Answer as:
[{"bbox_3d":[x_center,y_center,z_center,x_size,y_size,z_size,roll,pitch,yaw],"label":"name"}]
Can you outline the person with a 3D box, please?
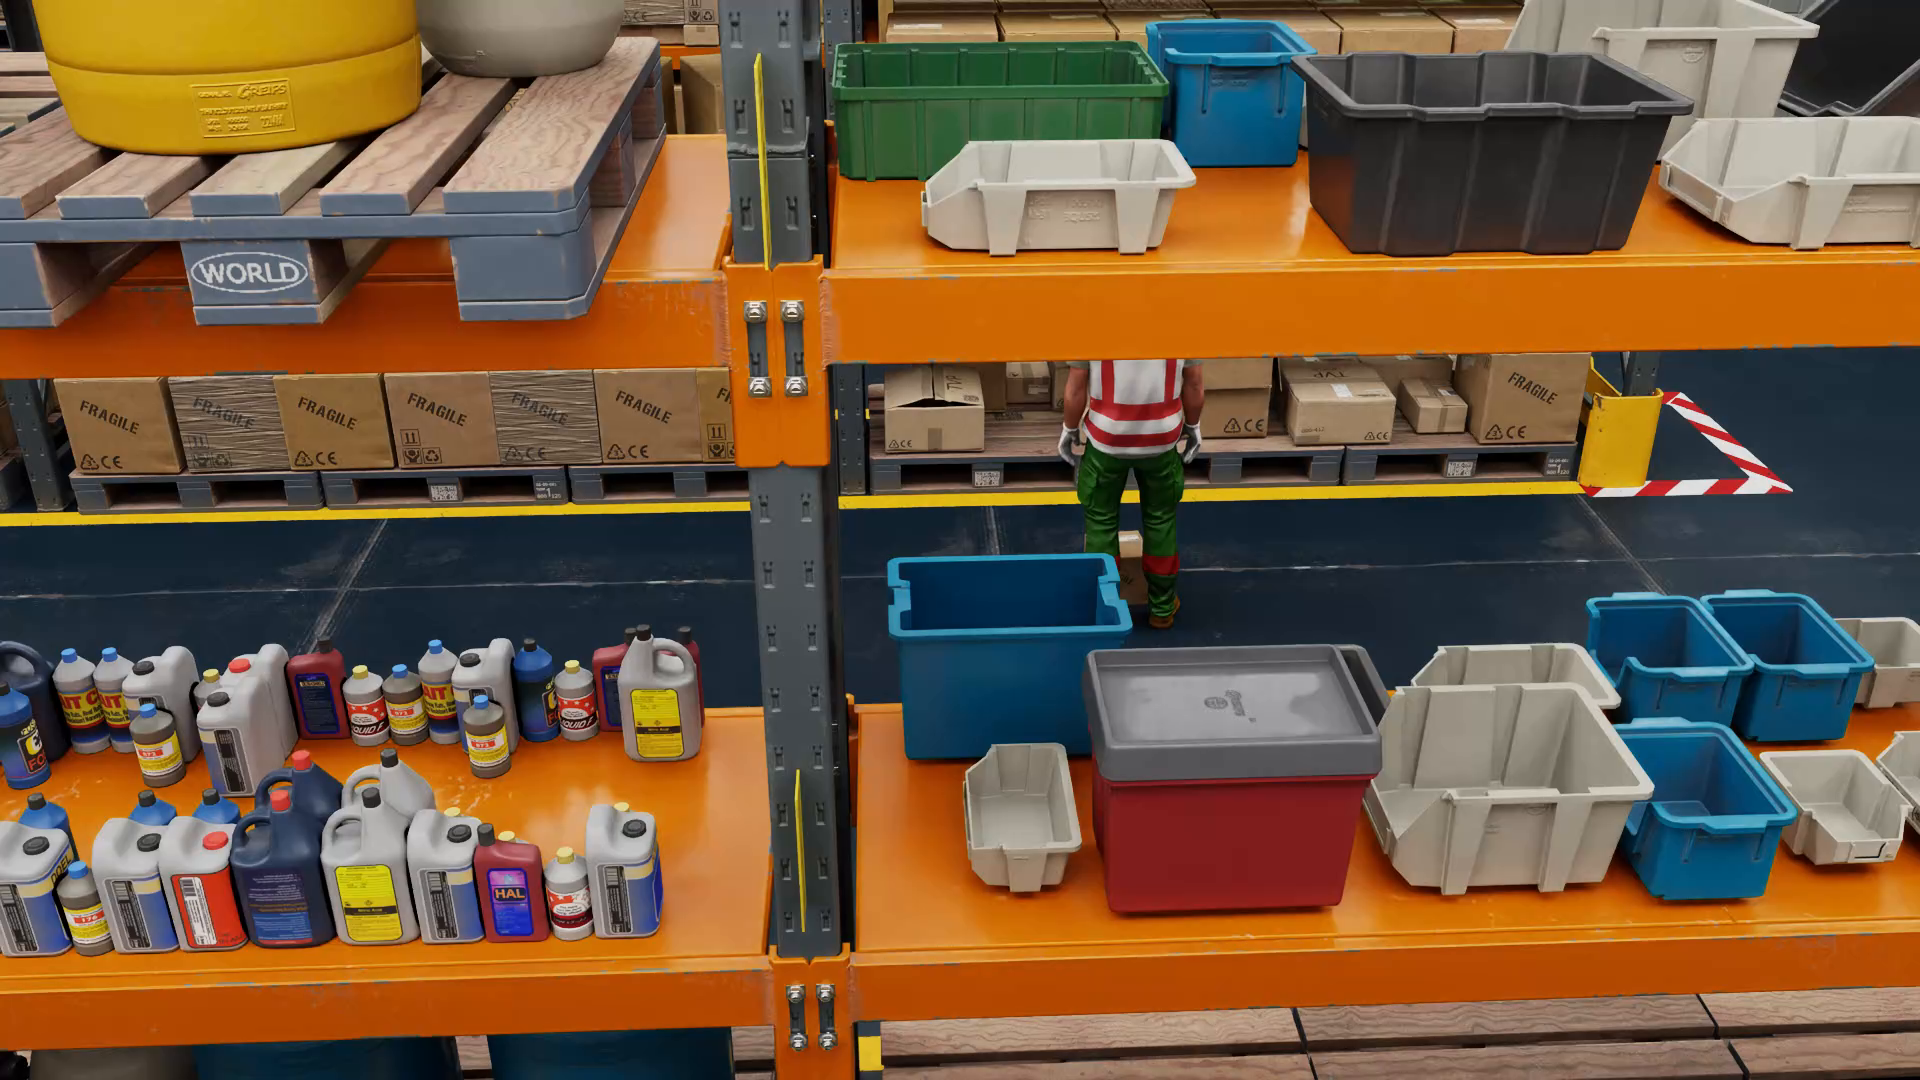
[{"bbox_3d":[0.718,-0.444,6.962,0.608,1.780,0.448,-1,27,-2],"label":"person"}]
